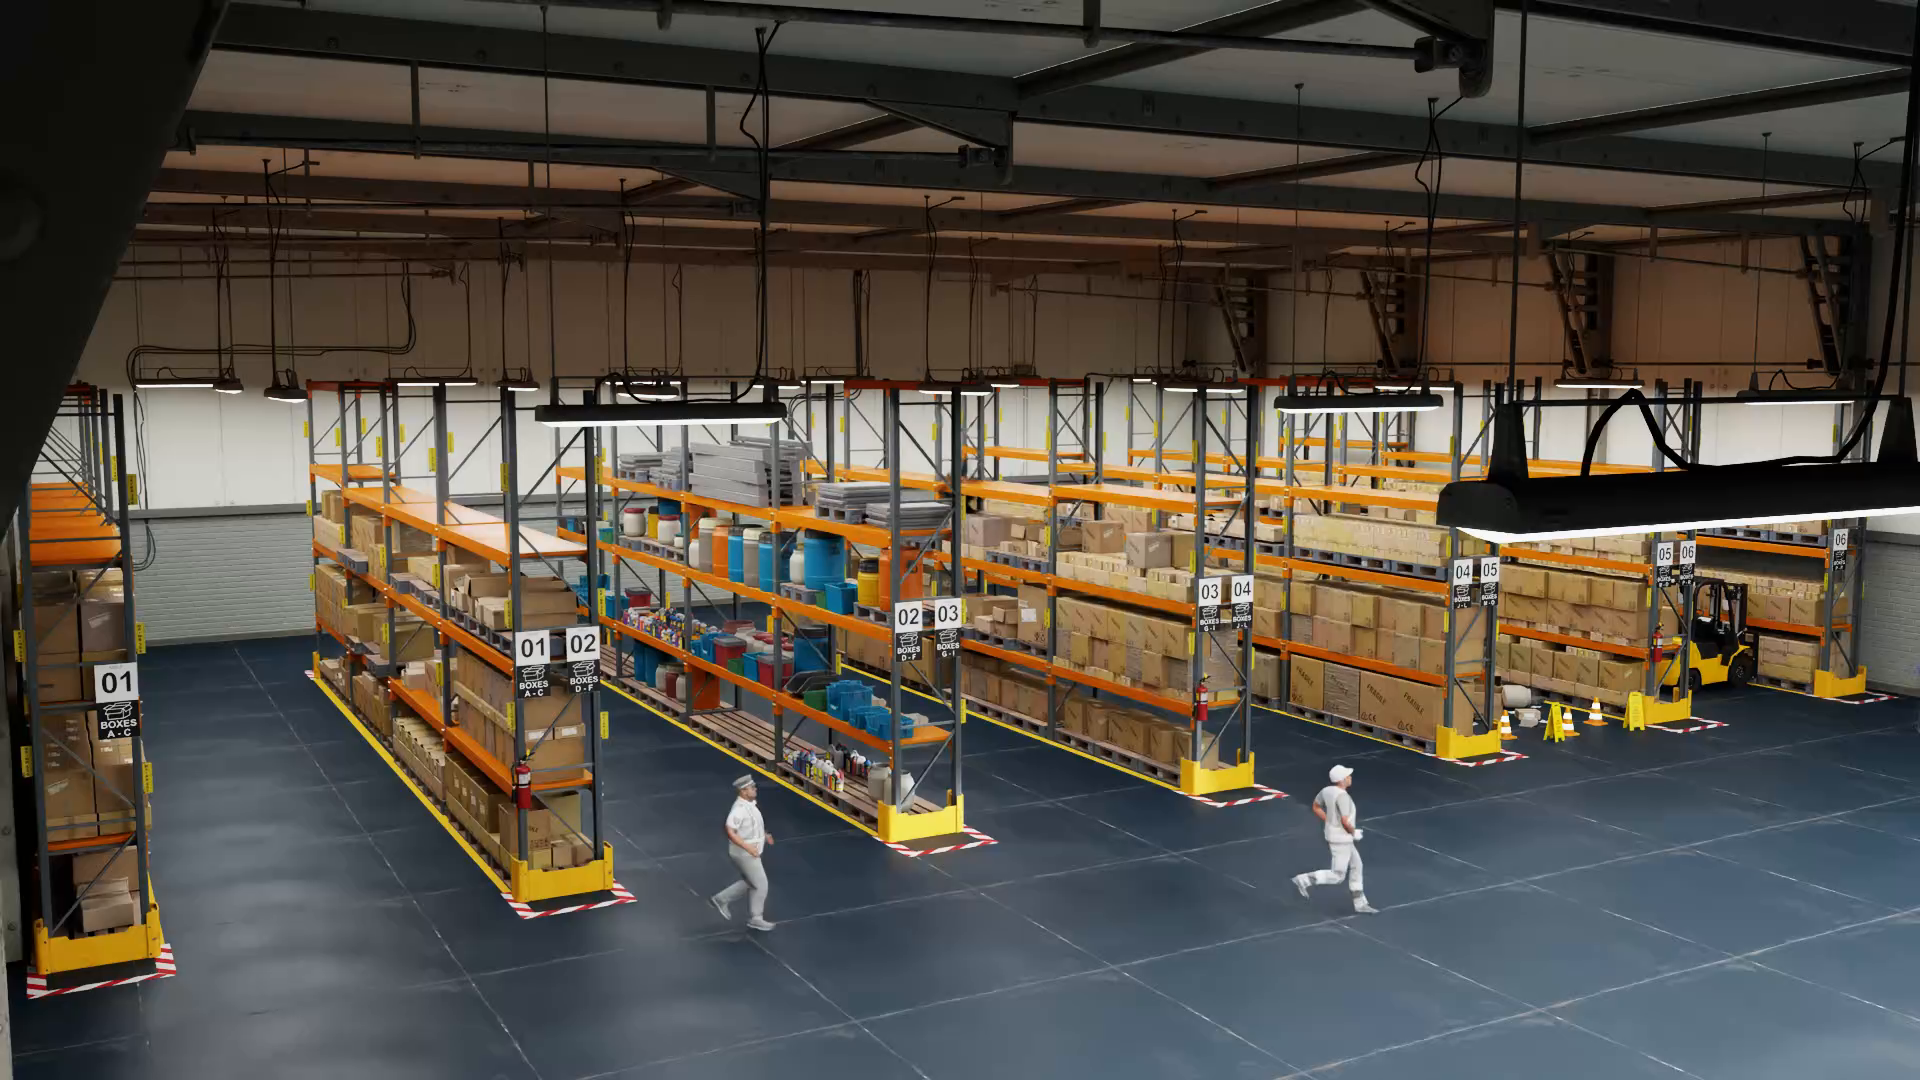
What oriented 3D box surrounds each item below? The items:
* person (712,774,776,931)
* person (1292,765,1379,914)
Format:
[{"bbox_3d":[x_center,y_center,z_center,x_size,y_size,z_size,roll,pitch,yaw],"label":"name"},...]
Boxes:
[{"bbox_3d":[-2.438,3.485,18.600,0.740,1.770,0.688,0,6,1],"label":"person"},{"bbox_3d":[4.318,3.454,19.058,1.060,1.769,0.634,0,6,-3],"label":"person"}]
